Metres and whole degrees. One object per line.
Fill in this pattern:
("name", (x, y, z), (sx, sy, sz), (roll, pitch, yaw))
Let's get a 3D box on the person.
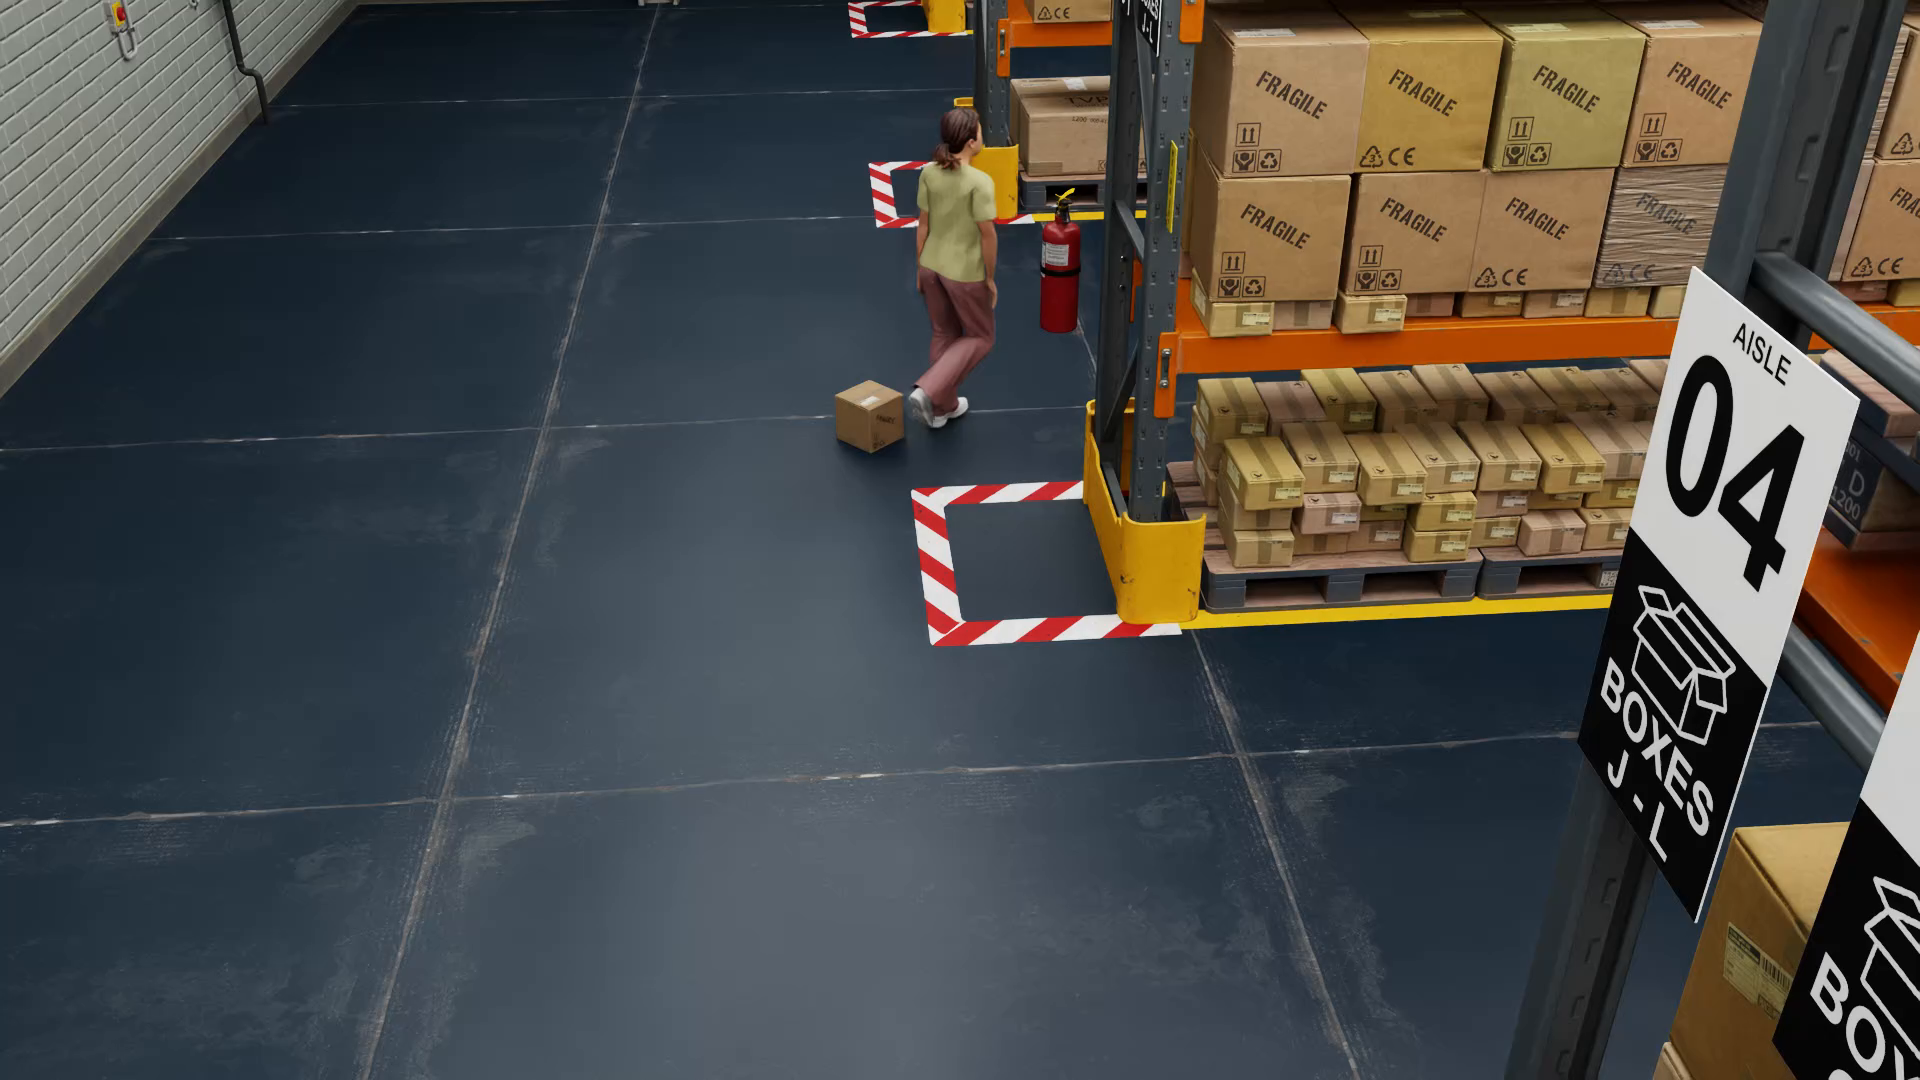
("person", (-0.070, -1.281, 8.218), (0.480, 1.652, 0.530), (22, 38, 32))
